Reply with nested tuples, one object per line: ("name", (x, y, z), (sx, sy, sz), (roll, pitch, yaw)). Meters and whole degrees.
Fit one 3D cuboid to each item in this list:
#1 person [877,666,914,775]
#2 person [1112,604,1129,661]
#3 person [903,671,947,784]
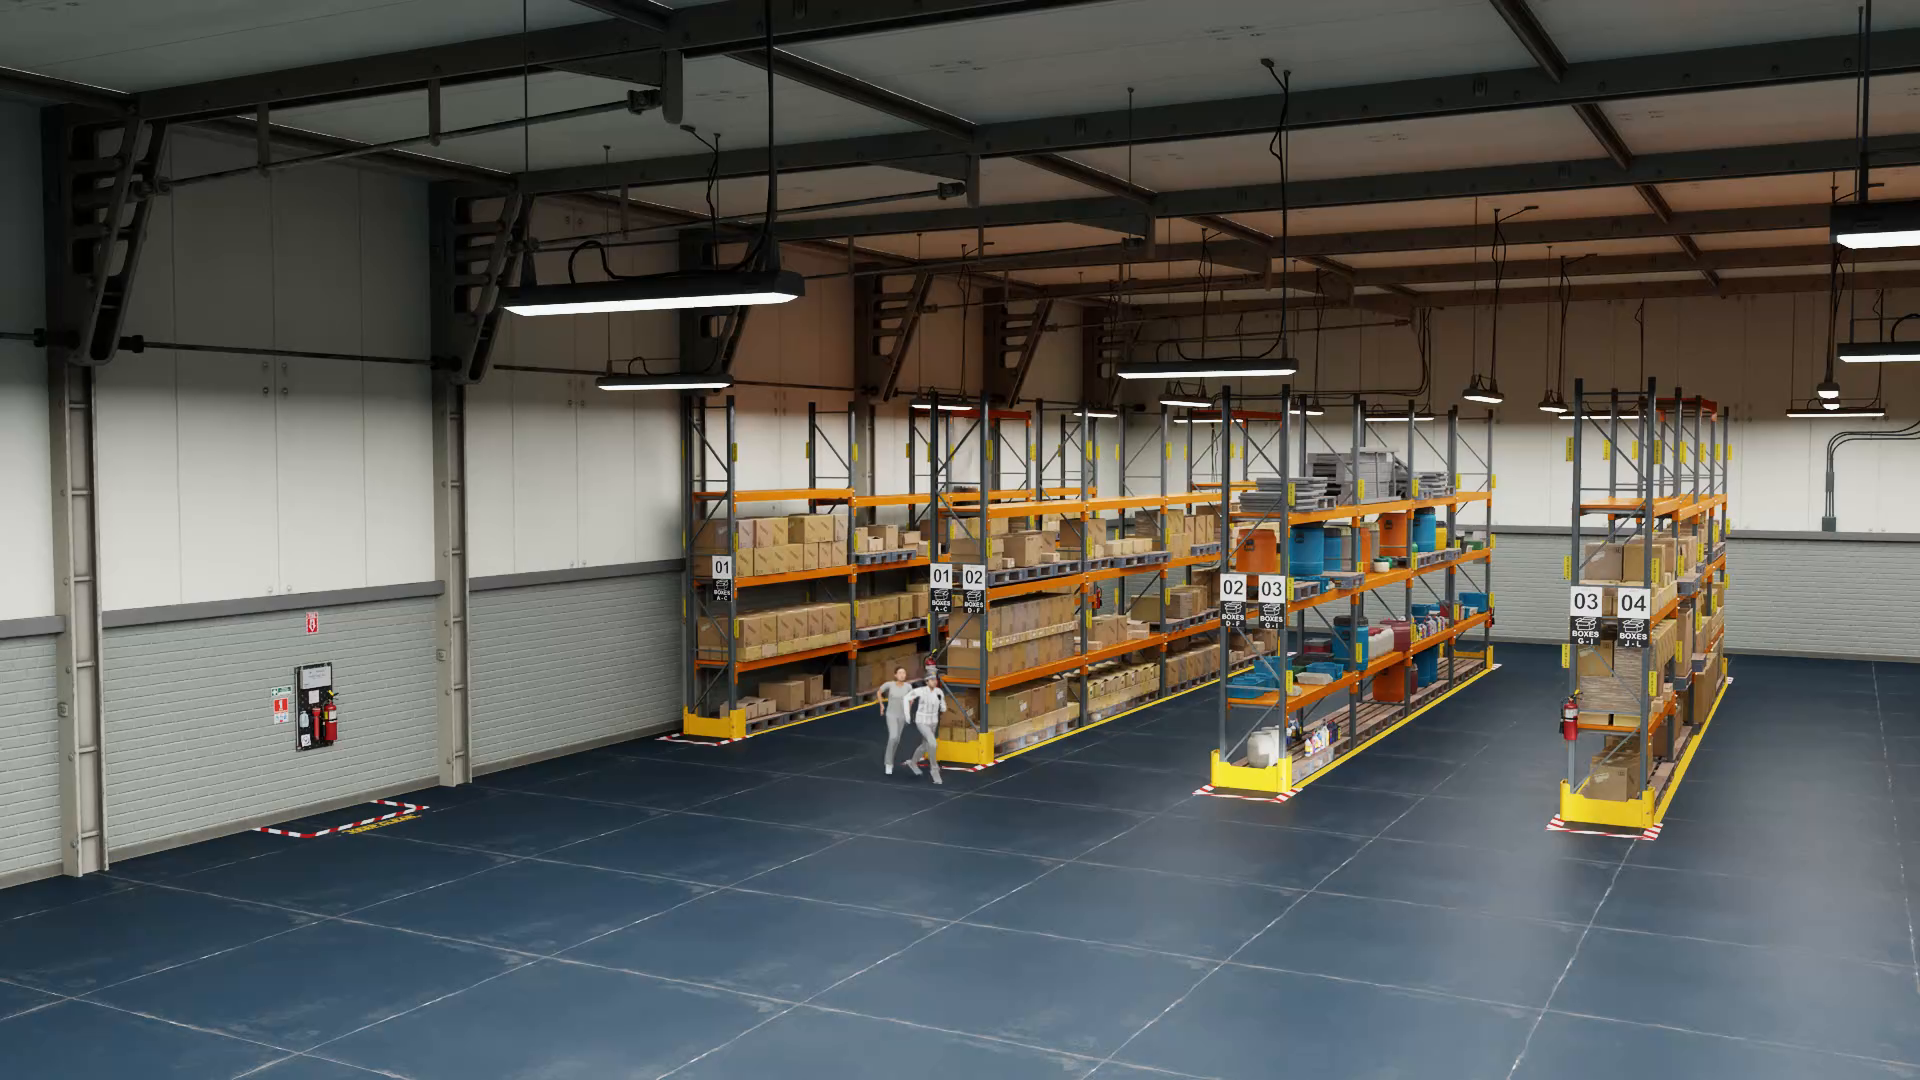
("person", (-1.001, 2.813, 26.182), (0.551, 1.688, 0.727), (-1, 3, -19))
("person", (3.552, 2.222, 37.432), (0.567, 1.639, 0.901), (2, 3, 28))
("person", (-0.523, 2.832, 25.373), (0.636, 1.731, 0.820), (-2, 4, -36))
